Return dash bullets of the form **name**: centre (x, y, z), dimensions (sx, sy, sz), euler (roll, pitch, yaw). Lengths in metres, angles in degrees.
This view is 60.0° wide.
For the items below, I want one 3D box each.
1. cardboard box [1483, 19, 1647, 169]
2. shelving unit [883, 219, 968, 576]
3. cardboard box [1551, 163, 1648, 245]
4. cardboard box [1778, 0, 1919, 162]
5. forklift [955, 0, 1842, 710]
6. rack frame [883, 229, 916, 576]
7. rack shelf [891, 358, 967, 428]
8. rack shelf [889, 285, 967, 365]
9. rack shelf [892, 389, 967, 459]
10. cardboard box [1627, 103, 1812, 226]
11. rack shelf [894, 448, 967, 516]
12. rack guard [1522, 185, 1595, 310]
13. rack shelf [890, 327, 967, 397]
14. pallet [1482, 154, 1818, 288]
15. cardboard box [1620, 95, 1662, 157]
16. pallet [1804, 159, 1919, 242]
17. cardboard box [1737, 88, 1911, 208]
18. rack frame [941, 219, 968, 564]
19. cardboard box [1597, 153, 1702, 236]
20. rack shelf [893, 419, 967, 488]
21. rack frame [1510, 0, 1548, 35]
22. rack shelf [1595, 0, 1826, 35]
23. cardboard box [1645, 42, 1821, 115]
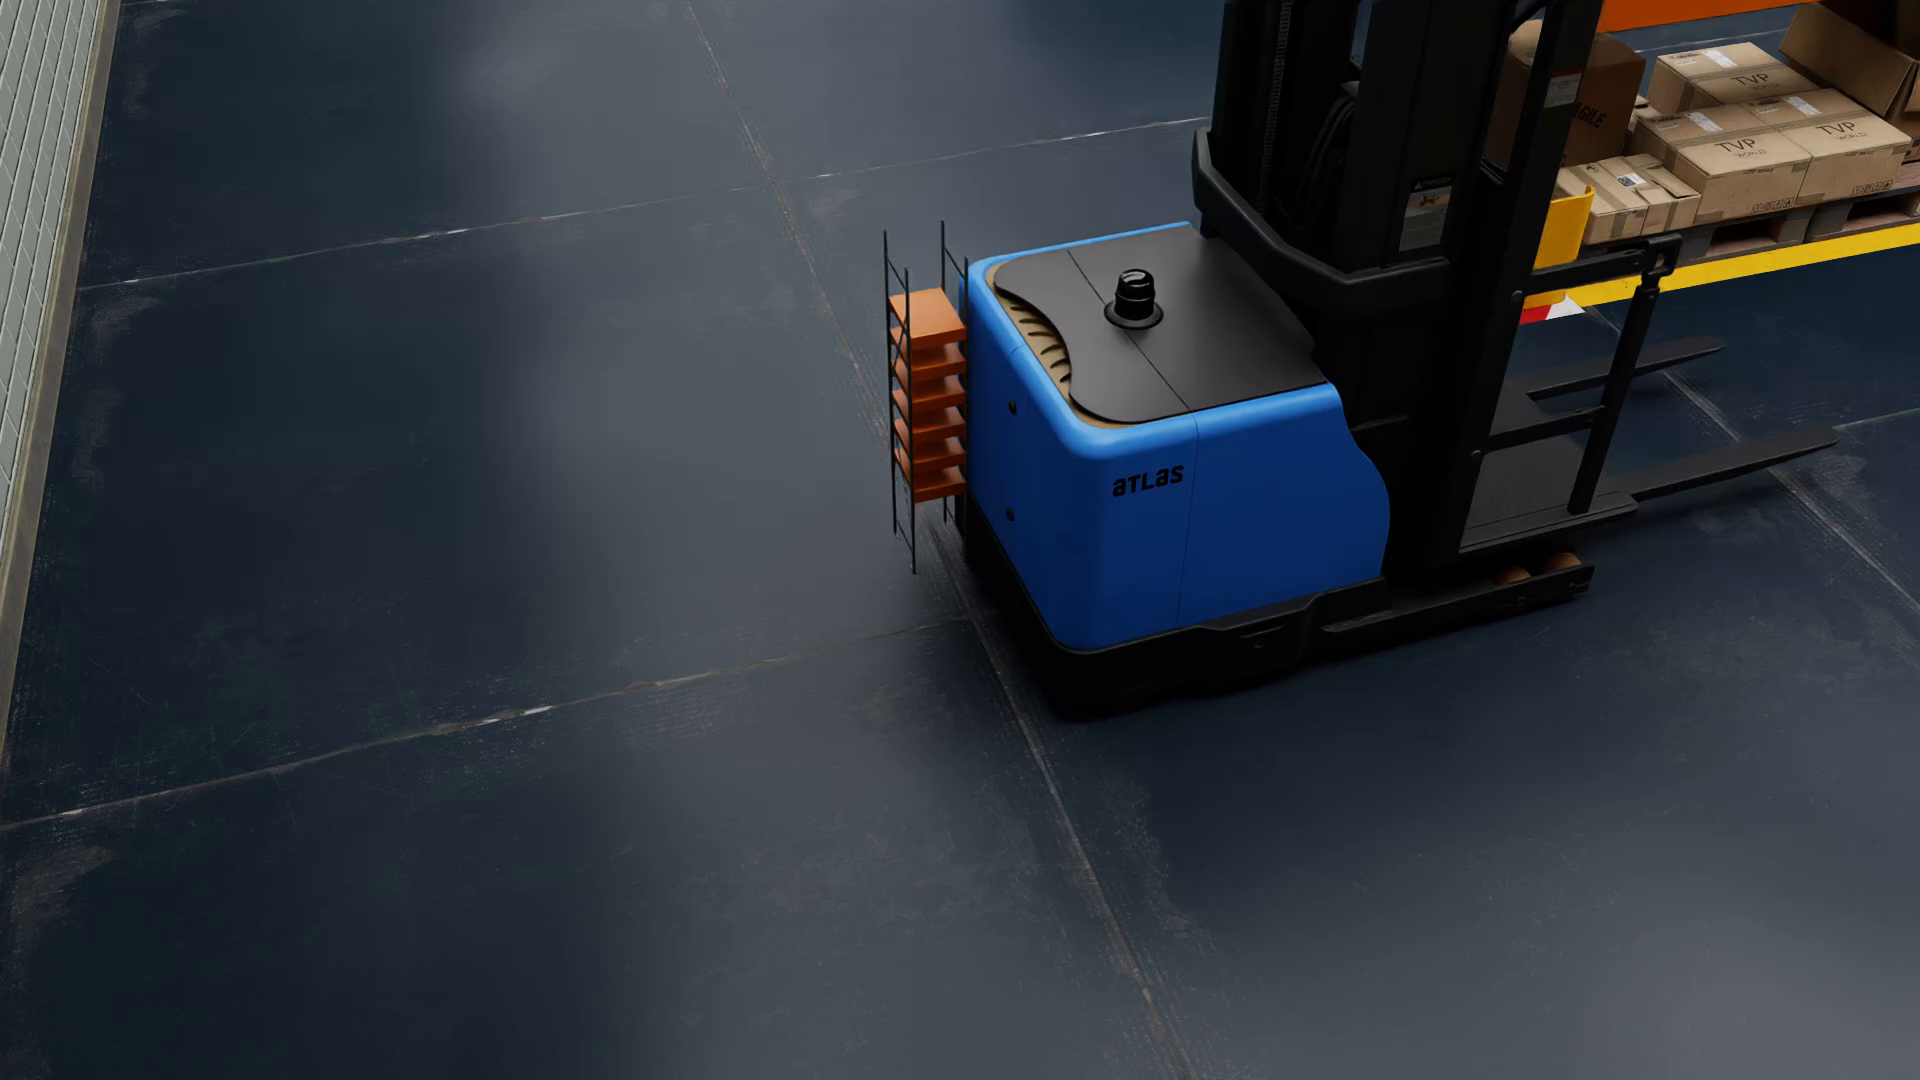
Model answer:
- **cardboard box**: centre (2.565, -1.925, 7.239), dimensions (0.500, 0.500, 0.500), euler (-12, 42, -13)
- **shelving unit**: centre (-0.103, -0.426, 5.326), dimensions (0.189, 1.200, 0.258), euler (-13, 43, -14)
- **cardboard box**: centre (2.623, -1.398, 6.902), dimensions (0.250, 0.149, 0.380), euler (-12, 42, -13)
- **cardboard box**: centre (4.145, -2.080, 7.414), dimensions (0.637, 0.503, 0.797), euler (-12, 42, -13)
- **forklift**: centre (1.555, -1.172, 4.864), dimensions (3.031, 2.935, 1.130), euler (-13, 43, -15)
- **rack frame**: centre (-0.190, -0.407, 5.304), dimensions (0.006, 1.200, 0.240), euler (-13, 43, -14)
- **rack shelf**: centre (-0.103, -0.483, 5.276), dimensions (0.180, 0.103, 0.258), euler (-13, 43, -14)
- **rack shelf**: centre (-0.103, -0.664, 5.118), dimensions (0.180, 0.103, 0.258), euler (-13, 43, -14)
- **rack shelf**: centre (-0.103, -0.393, 5.355), dimensions (0.180, 0.103, 0.258), euler (-13, 43, -14)
- **cardboard box**: centre (3.201, -1.597, 7.054), dimensions (0.500, 0.250, 0.500), euler (-12, 42, -13)
- **rack shelf**: centre (-0.103, -0.212, 5.513), dimensions (0.180, 0.103, 0.258), euler (-13, 43, -14)
- **rack guard**: centre (2.193, -1.512, 7.101), dimensions (0.348, 0.500, 1.175), euler (-12, 42, -13)
- **rack shelf**: centre (-0.103, -0.573, 5.197), dimensions (0.180, 0.103, 0.258), euler (-13, 43, -14)
- **pallet**: centre (2.953, -1.561, 7.377), dimensions (1.213, 0.211, 1.003), euler (-12, 42, -13)
- **cardboard box**: centre (2.978, -1.823, 7.376), dimensions (0.250, 0.166, 0.380), euler (-12, 42, -13)
- **pallet**: centre (4.114, -1.800, 7.650), dimensions (1.213, 0.211, 1.003), euler (-12, 42, -13)
- **cardboard box**: centre (3.678, -1.696, 7.167), dimensions (0.500, 0.250, 0.500), euler (-12, 42, -13)
- **rack frame**: centre (-0.017, -0.445, 5.348), dimensions (0.006, 1.200, 0.240), euler (-13, 43, -14)
- **cardboard box**: centre (2.861, -1.454, 6.953), dimensions (0.250, 0.166, 0.380), euler (-12, 42, -13)
- **rack shelf**: centre (-0.103, -0.302, 5.434), dimensions (0.180, 0.103, 0.258), euler (-13, 43, -14)
- **rack frame**: centre (2.120, -2.438, 6.261), dimensions (0.127, 3.000, 1.000), euler (-12, 42, -13)
- **rack shelf**: centre (4.028, -2.563, 6.950), dimensions (4.000, 0.370, 1.077), euler (-12, 42, -13)
- **cardboard box**: centre (3.480, -2.000, 7.514), dimensions (0.500, 0.250, 0.500), euler (-12, 42, -13)
